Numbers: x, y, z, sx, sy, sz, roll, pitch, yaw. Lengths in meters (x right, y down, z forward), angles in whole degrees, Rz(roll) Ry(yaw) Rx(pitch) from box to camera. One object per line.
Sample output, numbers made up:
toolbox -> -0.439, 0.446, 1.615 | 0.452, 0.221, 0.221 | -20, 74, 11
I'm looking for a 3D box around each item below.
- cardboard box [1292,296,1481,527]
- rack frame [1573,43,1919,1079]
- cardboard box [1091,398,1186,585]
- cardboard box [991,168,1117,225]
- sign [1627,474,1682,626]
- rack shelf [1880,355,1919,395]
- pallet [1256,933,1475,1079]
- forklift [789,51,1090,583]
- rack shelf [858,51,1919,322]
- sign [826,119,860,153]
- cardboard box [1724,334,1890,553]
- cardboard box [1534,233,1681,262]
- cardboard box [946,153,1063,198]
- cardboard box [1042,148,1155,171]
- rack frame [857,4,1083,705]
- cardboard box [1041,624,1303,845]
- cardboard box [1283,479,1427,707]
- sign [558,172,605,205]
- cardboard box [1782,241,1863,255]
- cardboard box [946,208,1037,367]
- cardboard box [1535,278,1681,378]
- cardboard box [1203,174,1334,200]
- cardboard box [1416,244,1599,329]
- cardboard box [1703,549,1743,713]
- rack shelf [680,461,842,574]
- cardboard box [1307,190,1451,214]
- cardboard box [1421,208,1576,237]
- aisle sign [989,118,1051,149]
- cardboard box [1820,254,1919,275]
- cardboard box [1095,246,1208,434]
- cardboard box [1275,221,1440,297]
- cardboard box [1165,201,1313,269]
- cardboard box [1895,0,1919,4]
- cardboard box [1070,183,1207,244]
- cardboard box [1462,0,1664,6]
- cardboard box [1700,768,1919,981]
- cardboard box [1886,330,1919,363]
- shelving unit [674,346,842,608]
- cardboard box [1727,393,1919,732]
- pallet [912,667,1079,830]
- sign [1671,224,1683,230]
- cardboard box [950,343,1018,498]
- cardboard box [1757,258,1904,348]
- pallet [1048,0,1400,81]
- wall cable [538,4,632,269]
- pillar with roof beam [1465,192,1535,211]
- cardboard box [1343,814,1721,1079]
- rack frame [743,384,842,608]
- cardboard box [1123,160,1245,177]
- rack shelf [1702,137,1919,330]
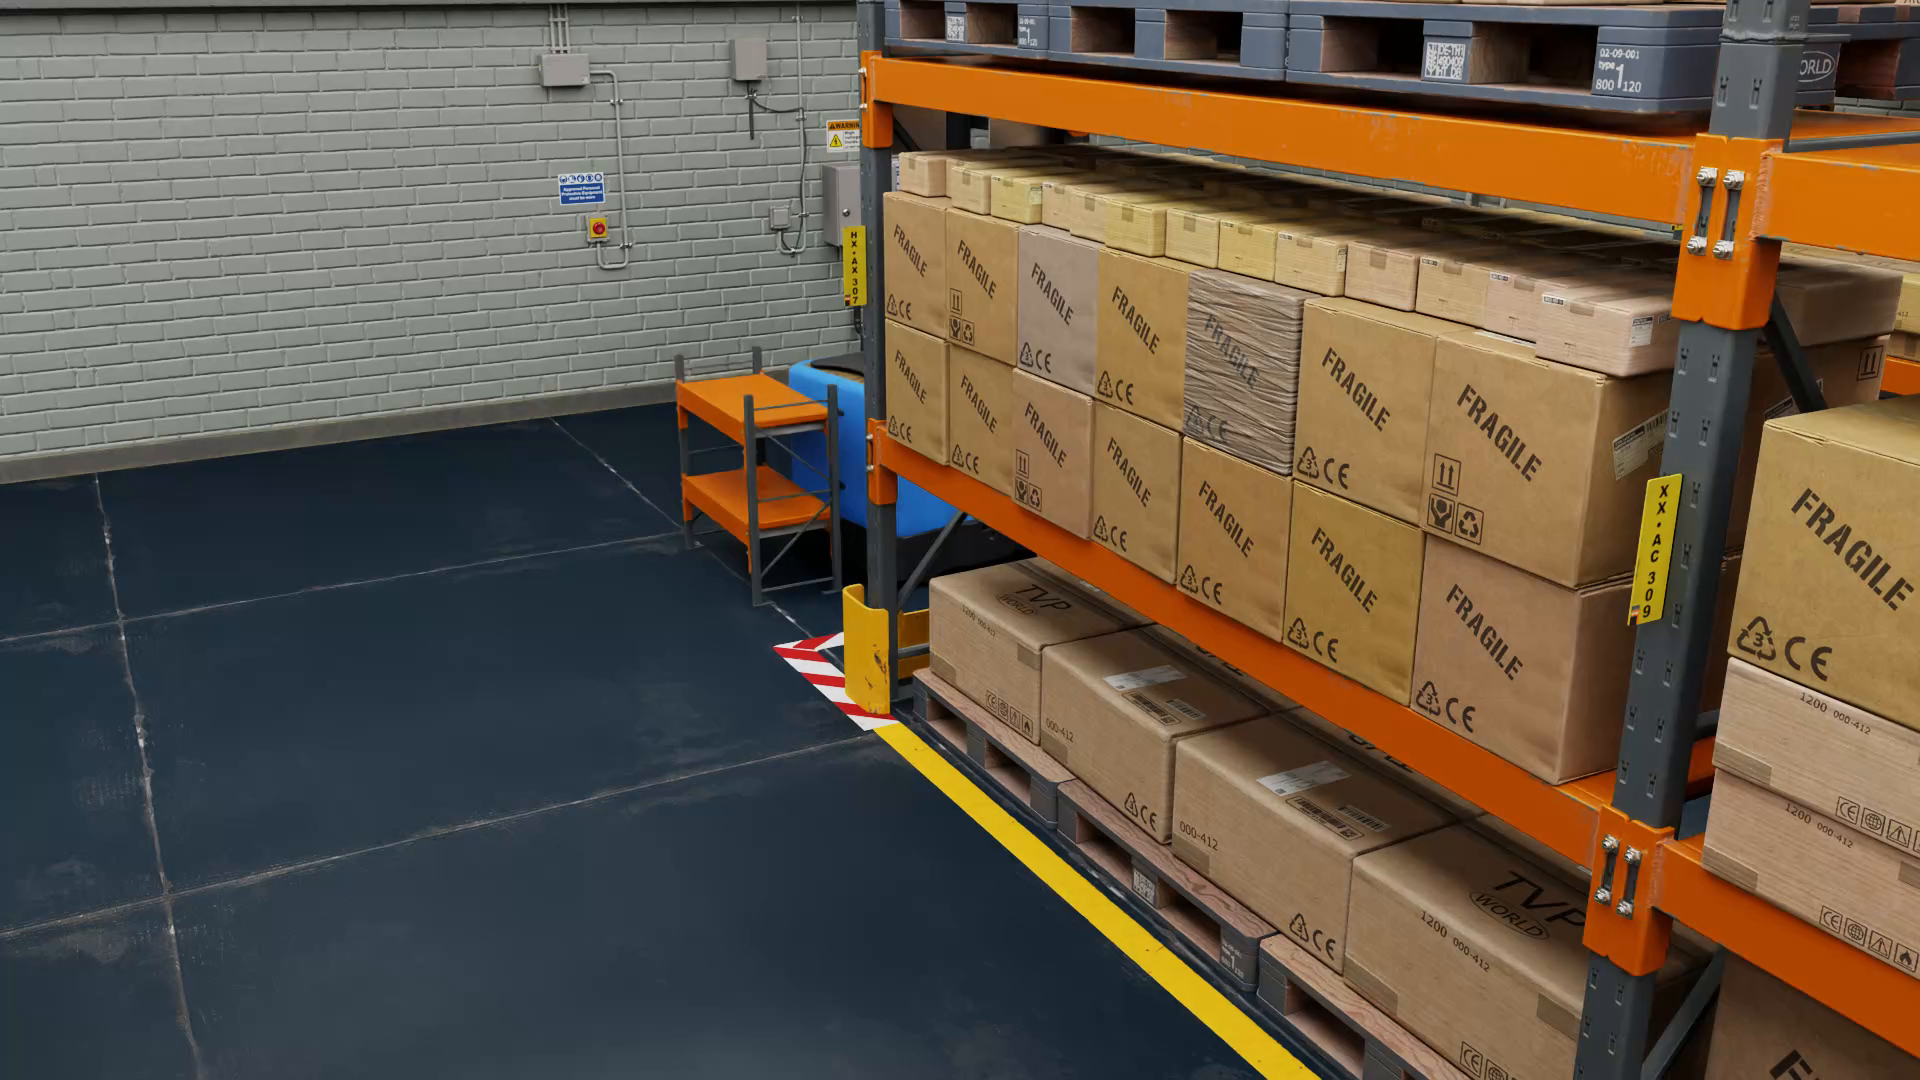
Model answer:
cardboard box -> 1.257, -0.377, 4.438 | 0.500, 0.500, 0.500 | -10, 22, -27
rack frame -> 1.958, 0.383, 3.923 | 1.000, 3.000, 0.127 | -10, 21, -27
cardboard box -> 0.776, -0.199, 5.457 | 0.500, 0.500, 0.500 | -9, 21, -25
cardboard box -> 0.333, -1.218, 5.881 | 0.380, 0.149, 0.250 | -11, 22, -28
sign -> 1.470, 0.023, 3.518 | 0.100, 0.325, 0.005 | -10, 21, -27
rack shelf -> 5.374, -0.621, 7.935 | 1.077, 0.370, 4.000 | -10, 21, -27
pallet -> 1.665, 1.471, 5.046 | 1.003, 0.211, 1.213 | -10, 21, -27
forklift -> 0.502, -1.528, 9.568 | 3.031, 2.935, 1.130 | -15, 24, -37
rack shelf -> 1.008, -1.269, 5.215 | 1.077, 0.370, 4.000 | -10, 21, -27
sign -> -0.869, -3.105, 12.765 | 0.339, 0.242, 0.001 | -10, 21, -27
cardboard box -> 1.945, -0.311, 4.248 | 0.500, 0.500, 0.500 | -10, 21, -26
cardboard box -> 1.742, -0.712, 4.417 | 0.380, 0.149, 0.250 | -10, 22, -27
cardboard box -> 0.170, -1.383, 6.360 | 0.380, 0.149, 0.250 | -9, 21, -25
cardboard box -> 0.546, -1.451, 6.556 | 0.380, 0.149, 0.250 | -10, 21, -26
rack frame -> 0.058, -0.765, 7.251 | 1.000, 3.000, 0.127 | -10, 21, -27
cardboard box -> 0.901, 0.683, 6.338 | 0.875, 0.438, 0.875 | -9, 21, -25
cardboard box -> 1.263, 0.095, 4.603 | 0.500, 0.500, 0.500 | -11, 22, -28
sign -> -2.712, -2.518, 11.916 | 0.327, 0.218, 0.001 | -10, 21, -27
cardboard box -> 4.877, -1.514, 9.194 | 0.500, 0.250, 0.500 | -9, 21, -25
cardboard box -> 0.287, -0.956, 6.117 | 0.500, 0.500, 0.500 | -11, 22, -28
cardboard box -> 1.531, -0.483, 3.751 | 0.380, 0.149, 0.250 | -10, 22, -28
cardboard box -> 1.059, -1.162, 5.720 | 0.380, 0.149, 0.250 | -9, 21, -25
cardboard box -> 1.392, -0.648, 4.231 | 0.380, 0.149, 0.250 | -10, 21, -27
cardboard box -> 1.965, 0.160, 4.415 | 0.500, 0.500, 0.500 | -9, 21, -25
rack shelf -> -1.097, -0.139, 9.060 | 0.538, 0.278, 1.000 | -10, 21, -27
cardboard box -> 1.329, -1.015, 5.292 | 0.380, 0.149, 0.250 | -10, 21, -26
cardboard box -> 1.577, -0.874, 4.885 | 0.380, 0.149, 0.250 | -11, 22, -28
aisle sign -> 0.297, -2.063, 7.026 | 0.394, 0.787, 0.004 | -10, 21, -27
cardboard box -> 4.643, -1.288, 8.540 | 0.500, 0.250, 0.500 | -10, 21, -26
cardboard box -> 0.776, -0.666, 5.278 | 0.500, 0.500, 0.500 | -10, 21, -26
cardboard box -> 1.105, -0.784, 4.626 | 0.380, 0.149, 0.250 | -10, 21, -27
cardboard box -> 0.850, -0.928, 5.041 | 0.380, 0.149, 0.250 | -10, 21, -27
cardboard box -> 4.654, -2.710, 8.063 | 0.500, 0.250, 0.500 | -10, 21, -26
cardboard box -> 0.586, -1.072, 5.460 | 0.380, 0.149, 0.250 | -10, 21, -26
cardboard box -> 1.373, -1.351, 3.758 | 0.396, 0.266, 0.258 | -9, 21, -25
cardboard box -> 1.934, 0.621, 3.463 | 0.500, 0.250, 0.500 | -11, 22, -28
cardboard box -> 4.853, -0.986, 8.276 | 0.380, 0.149, 0.250 | -10, 21, -26
shelving unit -> -1.097, -0.370, 8.980 | 0.538, 1.125, 1.048 | -10, 21, -27
cardboard box -> 1.913, 0.034, 3.248 | 0.500, 0.500, 0.500 | -10, 21, -26
pallet -> 0.507, 0.770, 7.075 | 1.003, 0.211, 1.213 | -10, 21, -27
sign -> 3.947, -1.860, 9.097 | 0.100, 0.325, 0.005 | -10, 21, -27
cardboard box -> 0.298, -0.489, 6.298 | 0.500, 0.500, 0.500 | -10, 22, -27
cardboard box -> 2.036, -0.574, 4.017 | 0.380, 0.149, 0.250 | -10, 22, -27
pallet -> 1.003, -1.579, 5.147 | 1.003, 0.211, 1.213 | -10, 21, -27
wall cable -> -2.640, -2.875, 11.760 | 0.585, 1.953, 0.123 | -10, 21, -27
pillar with roof beam -> 0.149, -4.618, 9.219 | 9.100, 9.000, 0.400 | -10, 21, -27
cardboard box -> 1.754, 1.199, 4.843 | 0.875, 0.438, 0.875 | -10, 22, -27
rack frame -> -0.853, -0.225, 8.558 | 0.500, 1.125, 0.032 | -10, 21, -27
cardboard box -> 0.826, -1.311, 6.151 | 0.380, 0.149, 0.250 | -9, 21, -25
rack shelf -> 2.907, -0.121, 1.887 | 1.077, 0.370, 4.000 | -10, 21, -27
